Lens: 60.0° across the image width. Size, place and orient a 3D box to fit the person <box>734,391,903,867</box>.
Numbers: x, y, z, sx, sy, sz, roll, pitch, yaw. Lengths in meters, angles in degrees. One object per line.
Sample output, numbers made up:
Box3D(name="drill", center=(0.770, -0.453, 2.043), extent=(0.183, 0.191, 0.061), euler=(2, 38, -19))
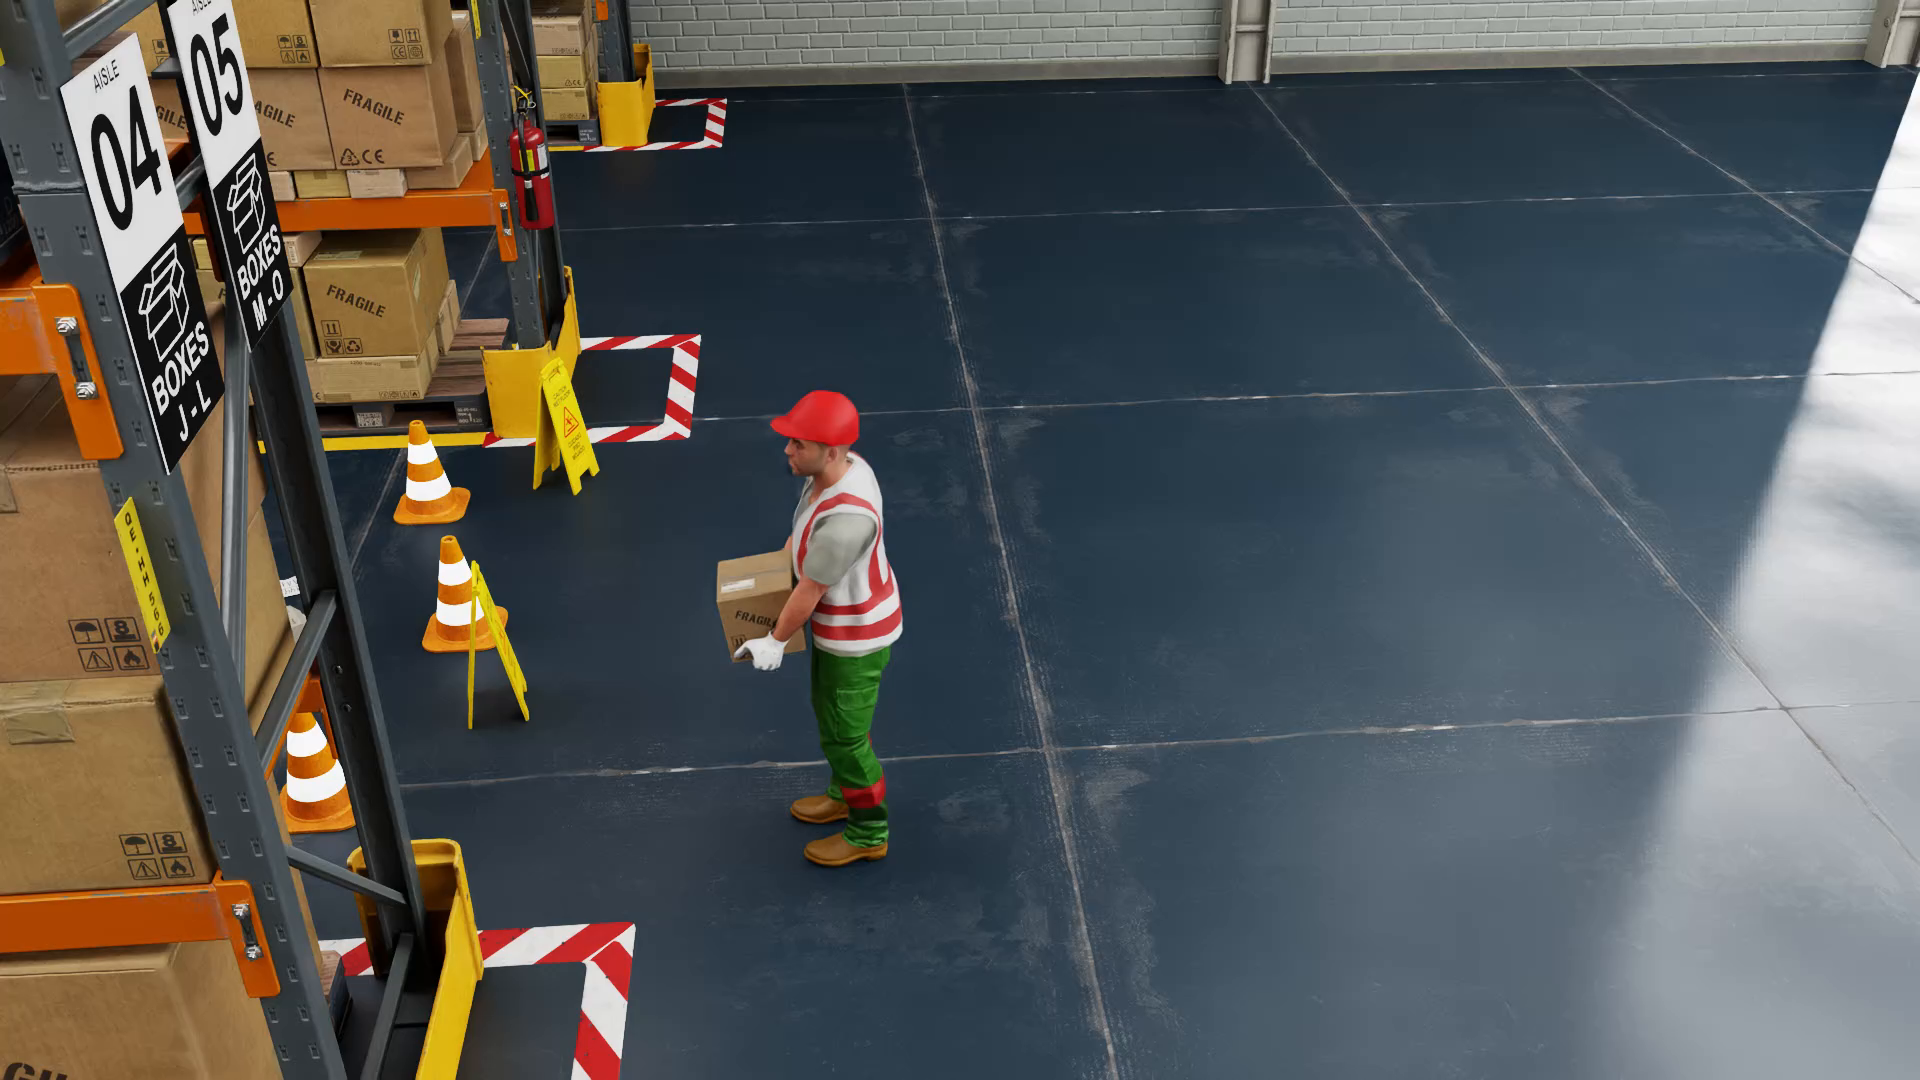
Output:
Box3D(name="person", center=(-0.475, 0.311, 5.593), extent=(0.564, 1.781, 0.495), euler=(-3, 31, -5))
